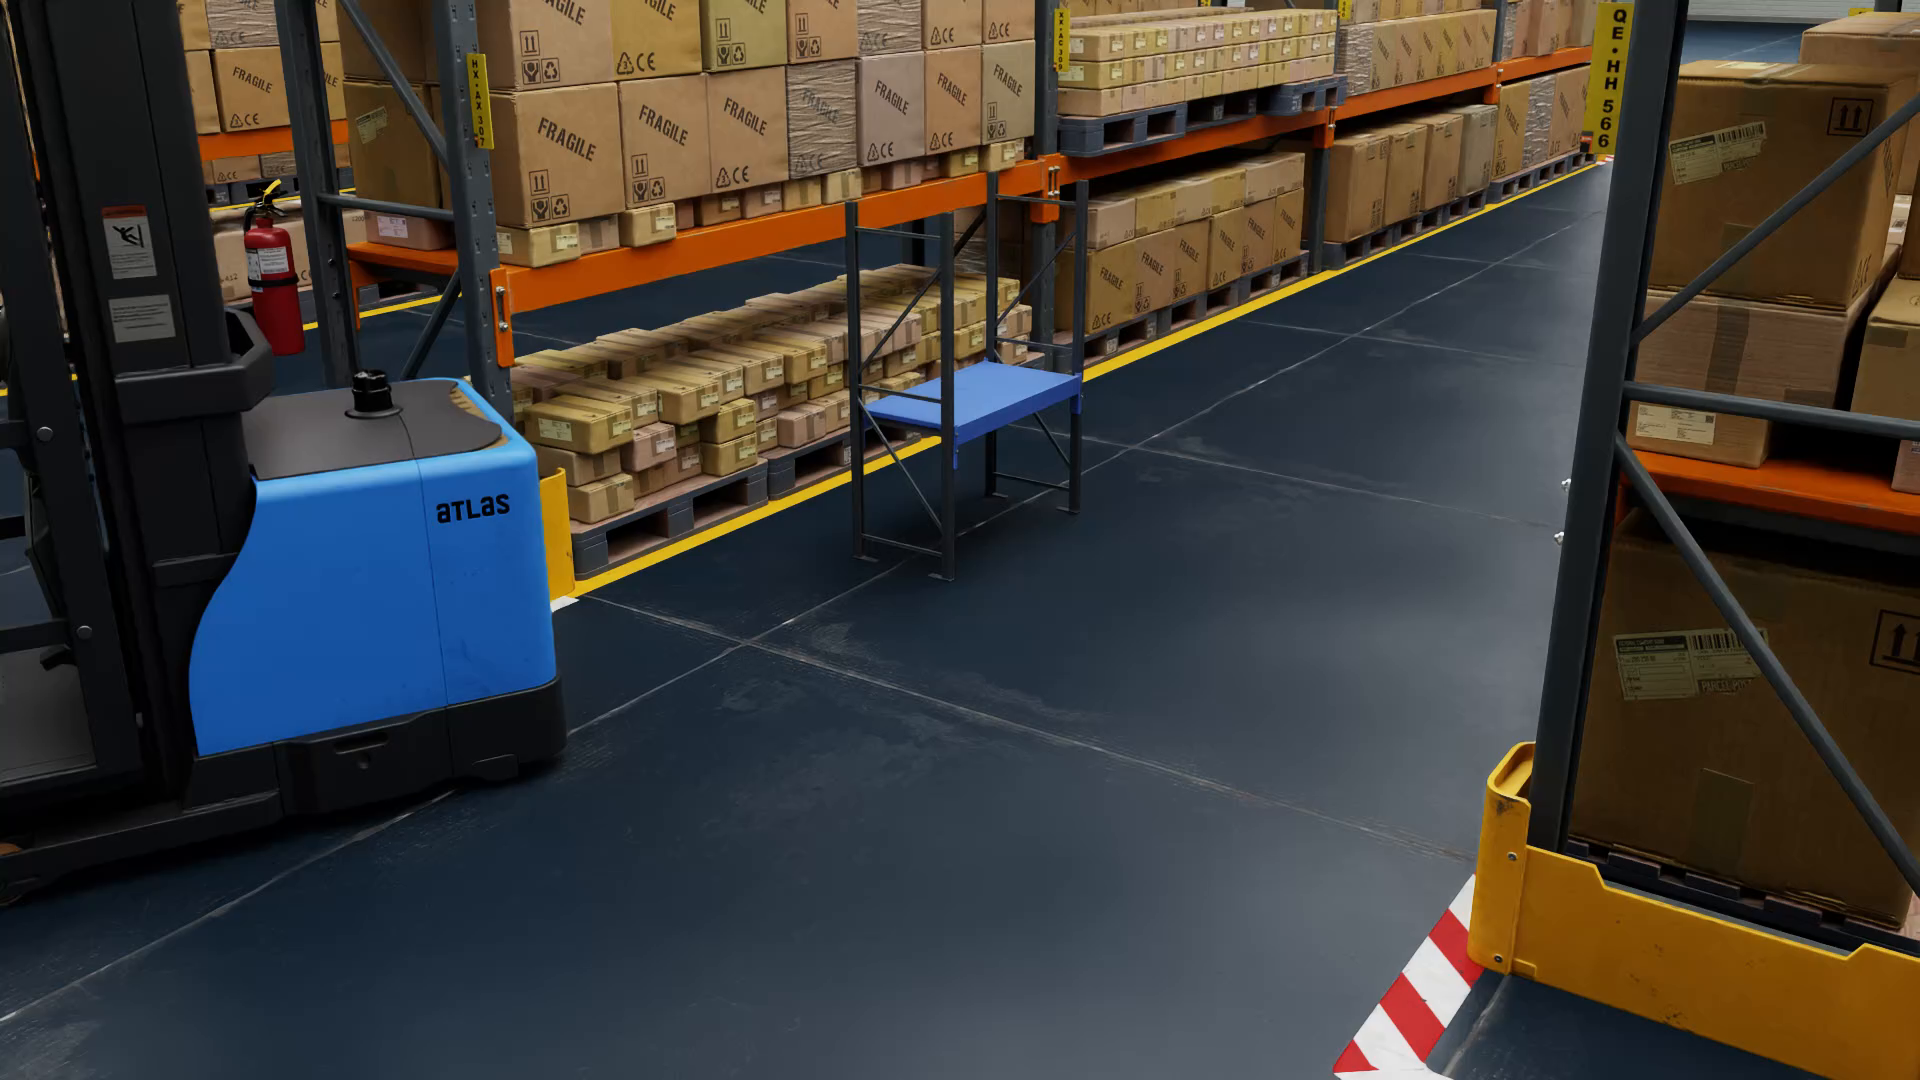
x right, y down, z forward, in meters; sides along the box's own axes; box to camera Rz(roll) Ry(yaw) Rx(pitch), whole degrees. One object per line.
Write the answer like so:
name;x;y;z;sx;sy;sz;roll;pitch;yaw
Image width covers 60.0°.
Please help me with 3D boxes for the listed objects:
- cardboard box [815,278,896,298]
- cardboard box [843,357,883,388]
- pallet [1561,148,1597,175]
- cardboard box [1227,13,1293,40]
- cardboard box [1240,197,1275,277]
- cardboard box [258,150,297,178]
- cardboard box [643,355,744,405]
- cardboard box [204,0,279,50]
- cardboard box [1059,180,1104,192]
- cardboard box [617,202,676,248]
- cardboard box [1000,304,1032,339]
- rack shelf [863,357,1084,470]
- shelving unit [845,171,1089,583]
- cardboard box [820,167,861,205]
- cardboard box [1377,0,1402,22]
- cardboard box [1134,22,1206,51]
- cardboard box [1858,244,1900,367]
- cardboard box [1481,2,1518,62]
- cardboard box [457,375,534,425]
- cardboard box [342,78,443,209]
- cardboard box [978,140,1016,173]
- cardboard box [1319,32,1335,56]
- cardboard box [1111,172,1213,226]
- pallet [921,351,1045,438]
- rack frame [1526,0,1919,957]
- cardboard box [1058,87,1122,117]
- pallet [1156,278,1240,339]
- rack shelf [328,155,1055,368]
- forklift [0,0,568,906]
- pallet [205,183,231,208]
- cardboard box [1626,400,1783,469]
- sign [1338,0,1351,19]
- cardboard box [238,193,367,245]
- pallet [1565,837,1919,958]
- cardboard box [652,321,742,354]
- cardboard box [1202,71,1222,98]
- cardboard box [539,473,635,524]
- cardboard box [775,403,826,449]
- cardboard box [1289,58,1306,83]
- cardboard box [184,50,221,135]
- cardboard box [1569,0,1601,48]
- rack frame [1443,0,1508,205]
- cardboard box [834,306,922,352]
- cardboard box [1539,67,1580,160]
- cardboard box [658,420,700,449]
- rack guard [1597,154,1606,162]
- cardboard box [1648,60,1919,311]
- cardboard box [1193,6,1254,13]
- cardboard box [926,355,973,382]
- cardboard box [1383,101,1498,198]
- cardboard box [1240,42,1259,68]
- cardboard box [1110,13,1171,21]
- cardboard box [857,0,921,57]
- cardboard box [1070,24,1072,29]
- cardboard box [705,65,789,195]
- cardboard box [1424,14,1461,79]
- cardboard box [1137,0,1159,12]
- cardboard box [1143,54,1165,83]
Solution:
cardboard box;-0.576;-1.334;9.195;0.380;0.149;0.250;13;24;31
cardboard box;-0.614;-0.887;8.416;0.380;0.149;0.250;12;23;29
pallet;6.455;-4.294;18.570;1.003;0.211;1.213;13;24;32
cardboard box;2.009;-3.455;11.182;0.380;0.149;0.250;14;25;33
cardboard box;1.894;-2.188;11.854;0.500;0.500;0.500;14;25;34
cardboard box;-6.833;-3.871;16.404;0.500;0.500;0.500;12;24;30
cardboard box;-1.204;-0.716;7.523;0.380;0.149;0.250;12;23;29
cardboard box;-4.663;-3.375;10.479;0.500;0.500;0.500;14;24;33
cardboard box;0.604;-2.188;10.773;0.500;0.250;0.500;15;25;34
cardboard box;-1.396;-1.315;6.858;0.380;0.149;0.250;12;24;30
cardboard box;0.180;-1.251;9.397;0.380;0.149;0.250;14;24;33
rack shelf;0.048;-0.559;7.133;0.538;0.185;1.000;13;24;32
shelving unit;0.048;-0.728;7.071;0.538;1.500;1.048;13;24;32
cardboard box;-0.692;-1.696;7.887;0.380;0.149;0.250;14;24;33
cardboard box;3.174;-4.487;13.486;0.700;0.500;0.500;13;24;31
cardboard box;1.280;-3.084;10.178;0.380;0.149;0.250;13;24;31
cardboard box;2.230;-0.665;4.526;0.500;0.250;0.500;13;24;31
cardboard box;4.789;-4.877;15.911;0.875;0.550;0.550;13;24;32
cardboard box;-2.066;-0.596;7.199;0.380;0.149;0.250;14;24;32
cardboard box;-2.114;-1.621;6.752;0.500;0.500;0.500;14;24;33
cardboard box;0.073;-2.063;8.880;0.380;0.149;0.250;13;24;30
cardboard box;2.442;-3.539;11.838;0.380;0.149;0.250;14;24;33
cardboard box;1.316;-2.239;10.911;0.500;0.250;0.500;14;25;34
pallet;-0.254;-0.896;9.383;1.003;0.211;1.213;13;24;32
rack frame;1.891;-0.260;3.643;1.000;3.000;0.127;13;24;32
cardboard box;0.696;-2.506;9.473;0.380;0.149;0.250;12;23;29
pallet;1.216;-1.671;11.478;1.003;0.211;1.213;13;24;32
rack shelf;-1.030;-1.492;8.013;1.077;0.370;4.000;13;24;32
forklift;-2.795;-0.550;4.527;3.031;2.935;1.130;-11;23;-26
pallet;-7.737;-3.240;15.719;1.003;0.211;1.213;13;24;32
cardboard box;1.819;-0.308;4.136;0.380;0.149;0.250;14;24;33
sign;2.797;-3.954;12.076;0.100;0.325;0.005;13;24;32
cardboard box;-4.498;-2.176;11.912;0.875;0.438;0.875;13;24;31
pallet;2.276;0.804;4.788;1.003;0.211;1.213;13;24;32
cardboard box;-1.294;-0.960;8.183;0.380;0.149;0.250;12;24;30
cardboard box;1.426;-2.882;10.489;0.380;0.149;0.250;13;24;31
cardboard box;-1.595;-0.204;6.996;0.380;0.149;0.250;14;24;33
cardboard box;-0.870;-0.566;7.974;0.380;0.149;0.250;12;23;29
cardboard box;2.161;-3.254;11.496;0.380;0.149;0.250;14;24;33
cardboard box;-4.967;-2.761;10.261;0.500;0.500;0.500;14;25;34
cardboard box;6.378;-5.640;17.971;0.875;0.550;0.550;13;24;32
rack frame;4.592;-4.699;15.645;1.000;3.000;0.127;13;24;32
cardboard box;-0.421;-1.081;8.510;0.380;0.149;0.250;12;23;29
cardboard box;6.021;-4.587;17.799;0.875;0.875;0.875;13;24;31
cardboard box;-1.382;-0.511;7.397;0.380;0.149;0.250;14;24;33
rack guard;6.854;-4.681;19.200;1.175;0.500;0.348;13;24;32
cardboard box;1.948;-0.871;4.004;0.500;0.500;0.500;14;24;32
cardboard box;1.921;-3.813;12.150;0.380;0.149;0.250;13;24;32
cardboard box;-0.155;-0.938;8.981;0.380;0.149;0.250;12;24;30
cardboard box;4.317;-3.645;15.433;1.050;0.750;0.750;13;24;32
cardboard box;1.719;-3.169;10.836;0.380;0.149;0.250;14;24;33
cardboard box;1.186;-3.437;11.133;0.380;0.149;0.250;14;25;33
cardboard box;-0.532;-2.578;7.896;0.500;0.500;0.500;14;24;33
cardboard box;0.456;-3.066;10.129;0.380;0.149;0.250;12;24;30
cardboard box;-1.108;-1.814;7.272;0.500;0.500;0.500;14;24;33
cardboard box;3.951;-4.254;14.297;0.500;0.500;0.500;14;24;32
cardboard box;2.043;-6.474;19.871;0.500;0.500;0.500;13;24;32
cardboard box;0.985;-2.794;9.824;0.380;0.149;0.250;14;24;33
